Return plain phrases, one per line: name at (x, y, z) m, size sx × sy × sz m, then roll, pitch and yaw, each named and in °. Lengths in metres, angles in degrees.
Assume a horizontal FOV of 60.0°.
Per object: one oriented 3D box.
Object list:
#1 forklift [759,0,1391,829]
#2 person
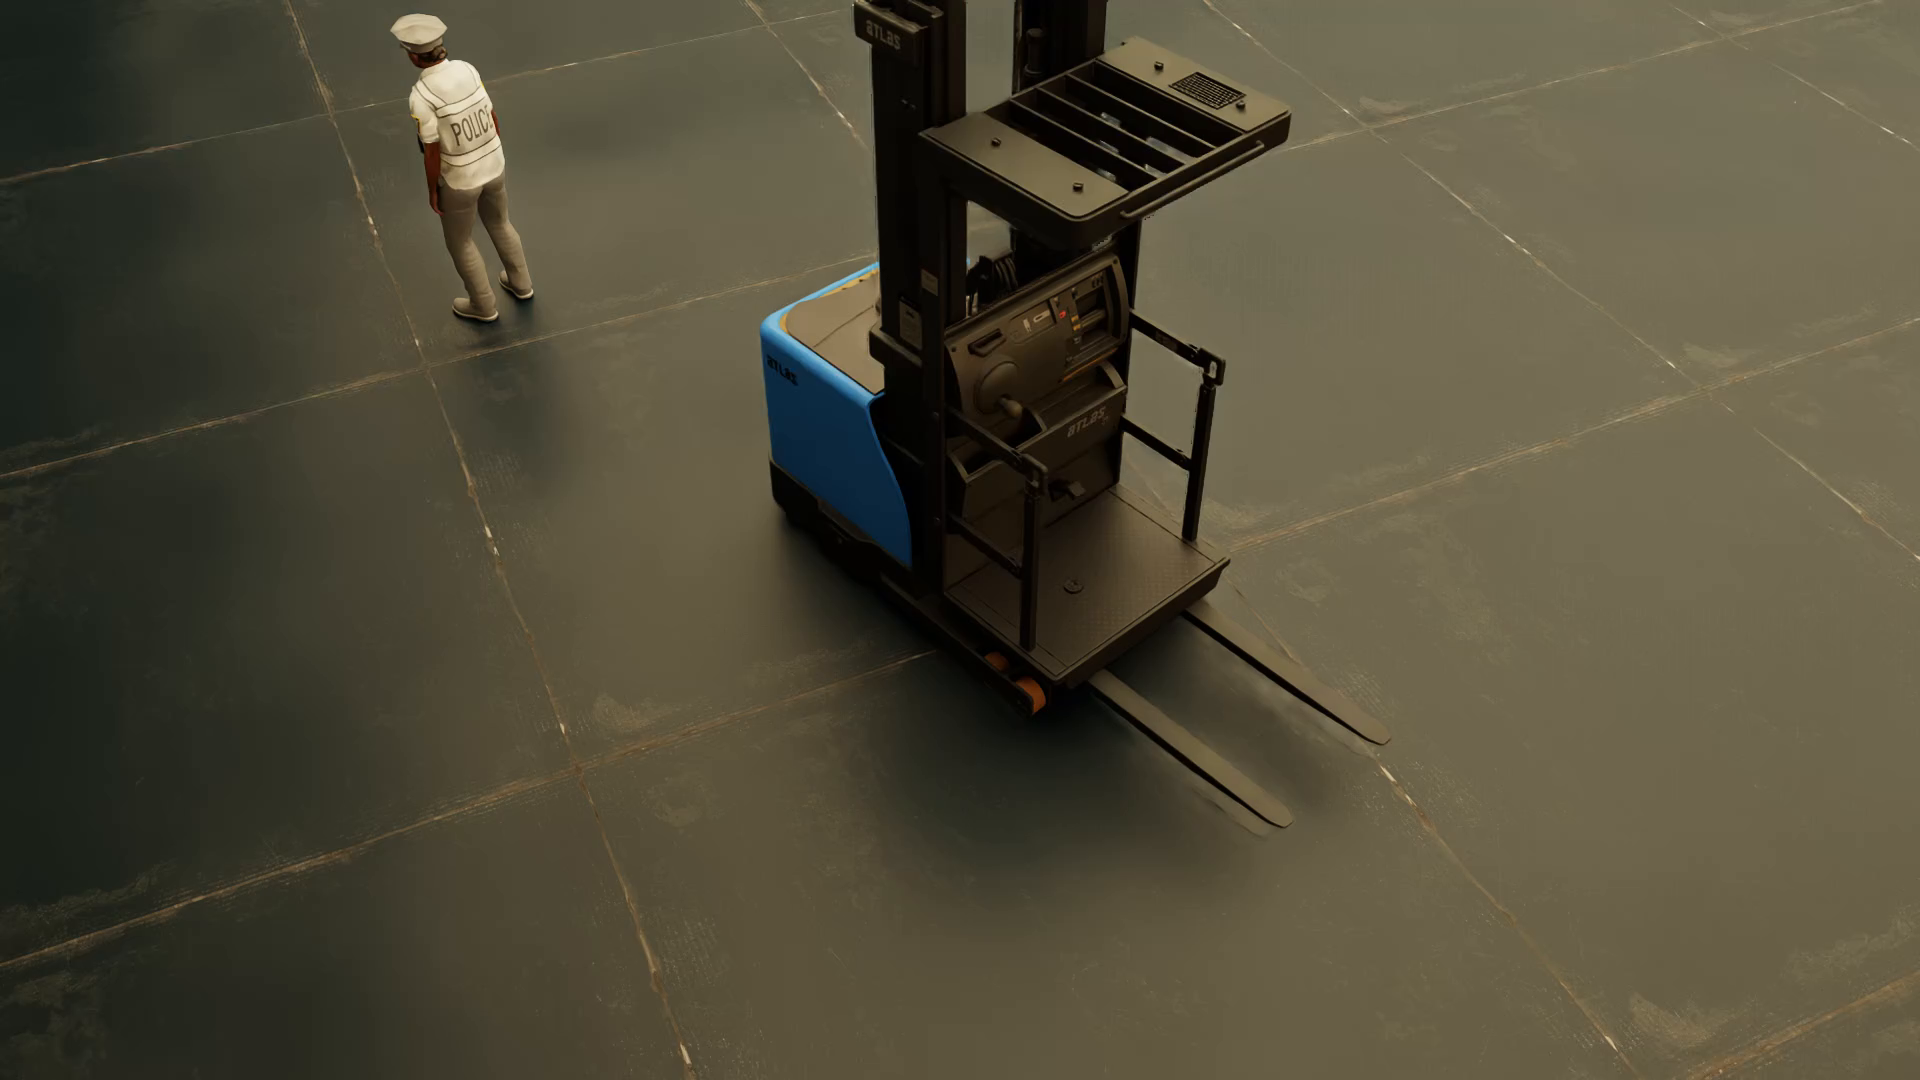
forklift at (0.463, -0.728, 6.461) m, size 1.130 × 2.935 × 3.031 m, roll -32°, pitch 52°, yaw -29°
person at (-2.574, -1.910, 8.663) m, size 0.397 × 1.656 × 0.513 m, roll 26°, pitch 49°, yaw 25°
